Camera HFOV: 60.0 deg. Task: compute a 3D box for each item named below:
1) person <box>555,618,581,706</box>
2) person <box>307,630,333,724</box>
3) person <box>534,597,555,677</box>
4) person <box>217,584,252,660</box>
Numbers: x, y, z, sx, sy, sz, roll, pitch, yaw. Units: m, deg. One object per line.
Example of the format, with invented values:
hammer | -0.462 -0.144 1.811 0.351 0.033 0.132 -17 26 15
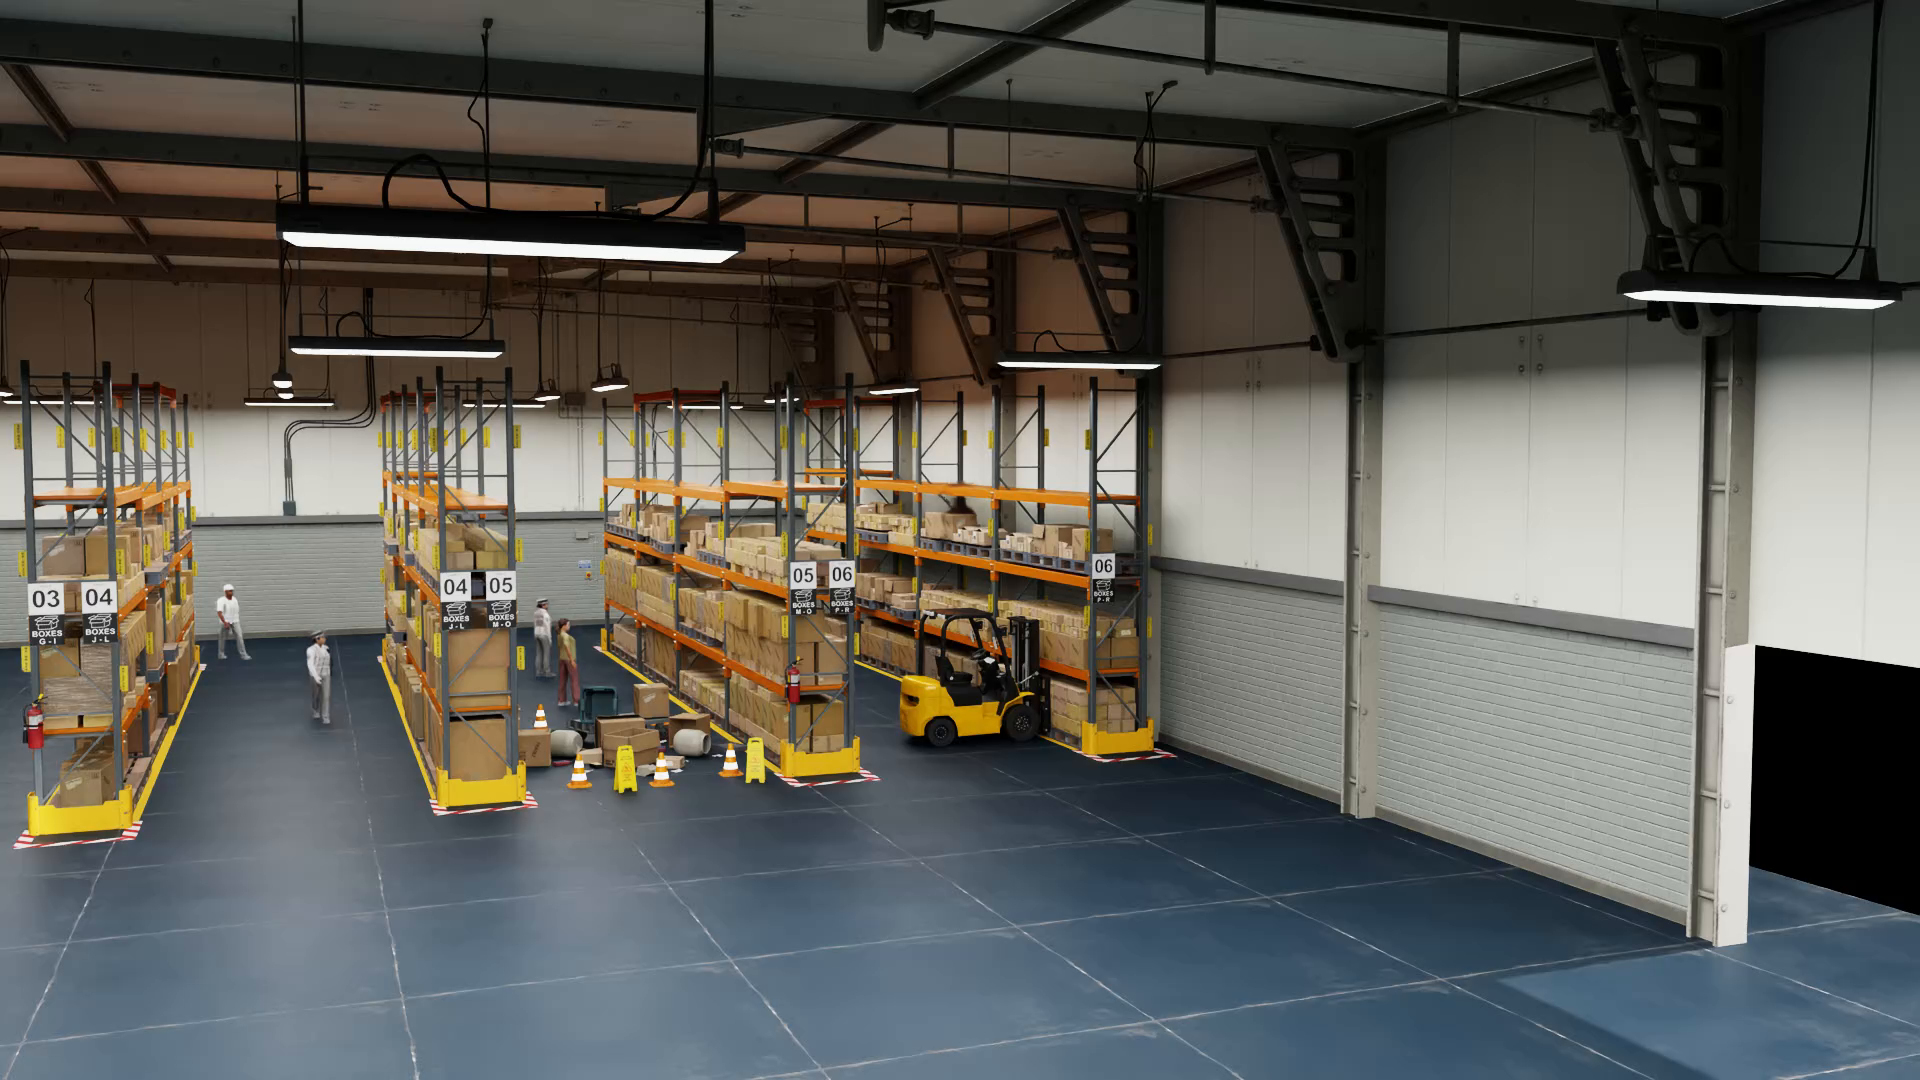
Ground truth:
person | -7.333 2.287 31.197 0.529 1.666 0.464 3 4 36
person | -11.318 2.397 29.418 0.424 1.630 0.960 -2 4 -24
person | -8.755 2.048 35.022 0.535 1.681 0.379 3 5 41
person | -16.455 1.856 37.470 1.033 1.702 0.558 3 5 41
